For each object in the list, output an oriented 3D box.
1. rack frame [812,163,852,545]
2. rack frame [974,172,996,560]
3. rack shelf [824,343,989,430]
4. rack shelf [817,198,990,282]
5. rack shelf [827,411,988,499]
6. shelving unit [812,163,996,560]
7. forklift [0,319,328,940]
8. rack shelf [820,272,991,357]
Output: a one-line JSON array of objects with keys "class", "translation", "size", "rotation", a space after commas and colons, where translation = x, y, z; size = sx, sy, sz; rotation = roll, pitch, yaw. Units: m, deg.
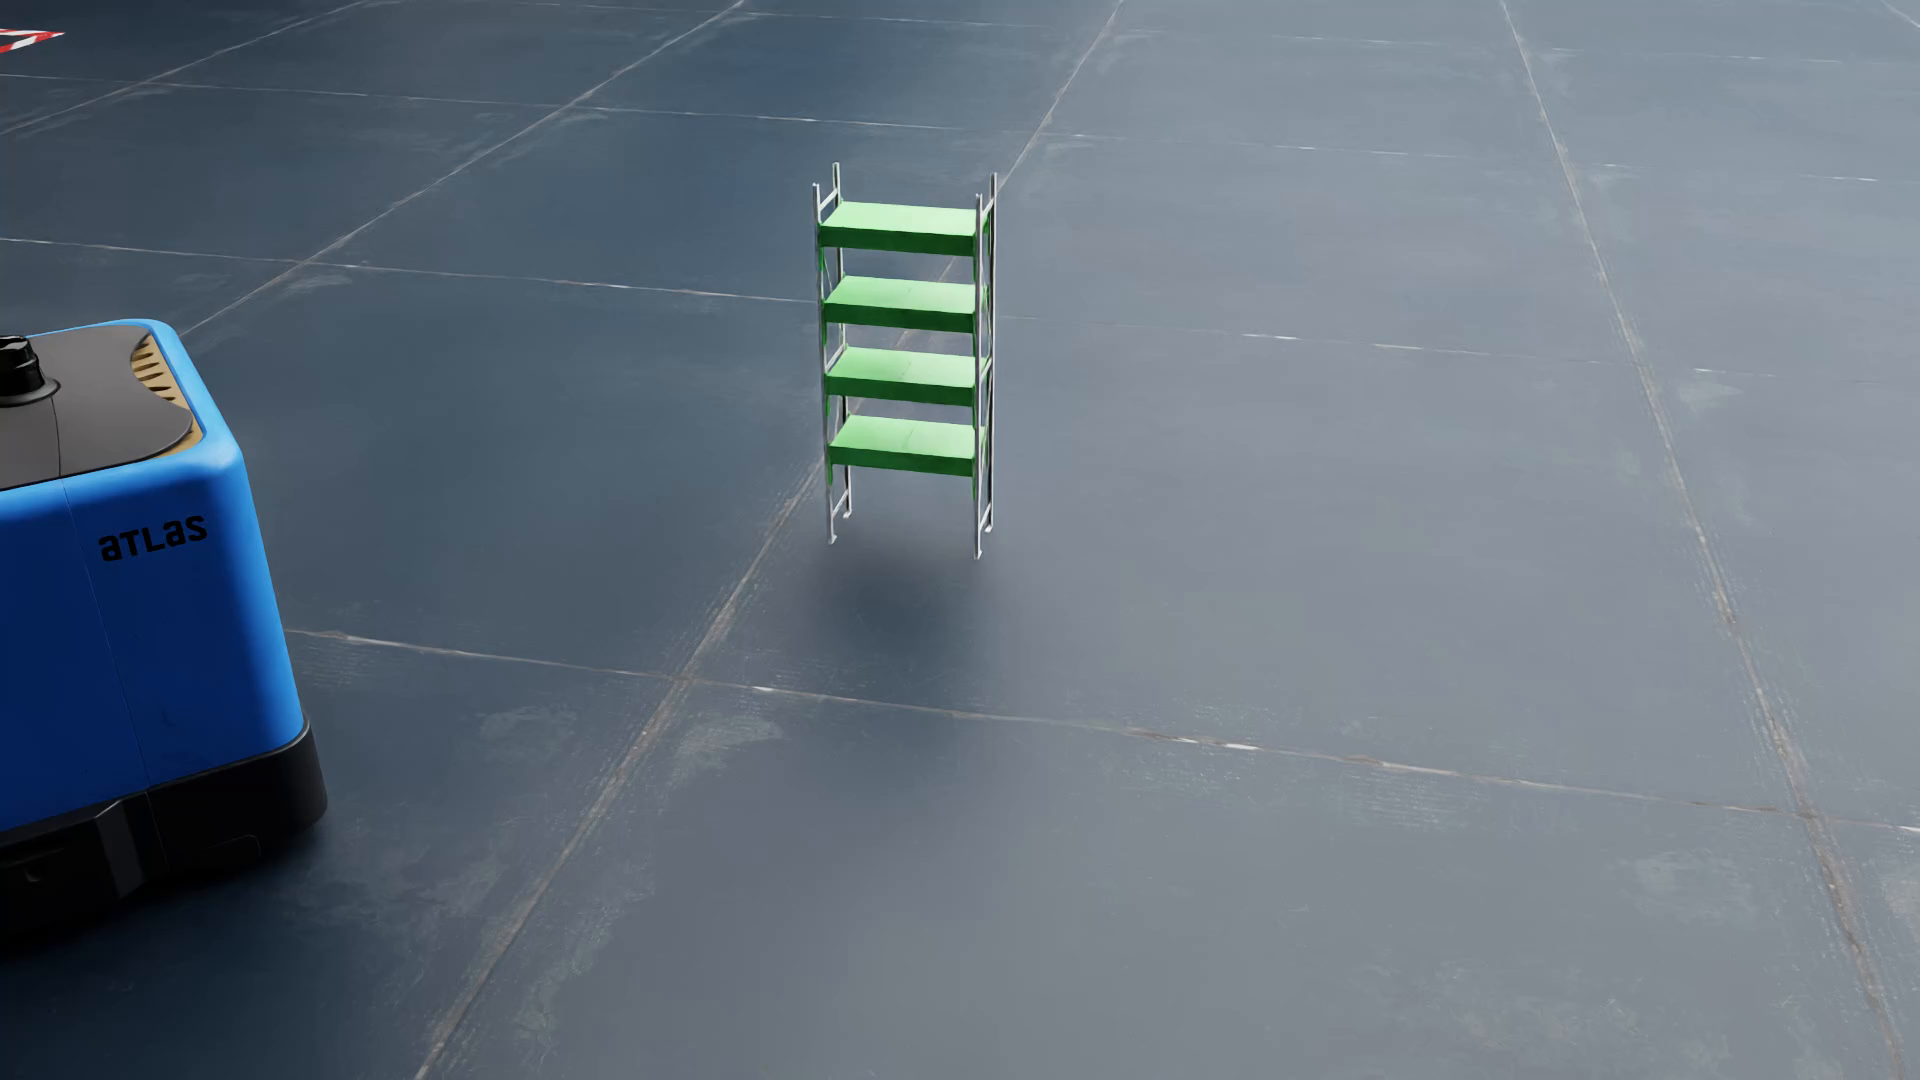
[{"class": "rack frame", "translation": [-0.401, -0.567, 5.255], "size": [0.015, 1.200, 0.240], "rotation": [6, 29, 11]}, {"class": "rack frame", "translation": [0.077, -0.518, 5.166], "size": [0.015, 1.200, 0.240], "rotation": [6, 29, 11]}, {"class": "rack shelf", "translation": [-0.162, -0.487, 5.241], "size": [0.480, 0.148, 0.258], "rotation": [6, 29, 11]}, {"class": "rack shelf", "translation": [-0.162, -0.908, 5.011], "size": [0.480, 0.148, 0.258], "rotation": [6, 29, 11]}, {"class": "rack shelf", "translation": [-0.162, -0.276, 5.357], "size": [0.480, 0.148, 0.258], "rotation": [6, 29, 11]}, {"class": "shelving unit", "translation": [-0.162, -0.543, 5.211], "size": [0.503, 1.200, 0.258], "rotation": [6, 29, 11]}, {"class": "forklift", "translation": [-3.087, -0.368, 3.088], "size": [3.031, 2.935, 1.130], "rotation": [-17, 33, -28]}, {"class": "rack shelf", "translation": [-0.162, -0.697, 5.126], "size": [0.480, 0.148, 0.258], "rotation": [6, 29, 11]}]
